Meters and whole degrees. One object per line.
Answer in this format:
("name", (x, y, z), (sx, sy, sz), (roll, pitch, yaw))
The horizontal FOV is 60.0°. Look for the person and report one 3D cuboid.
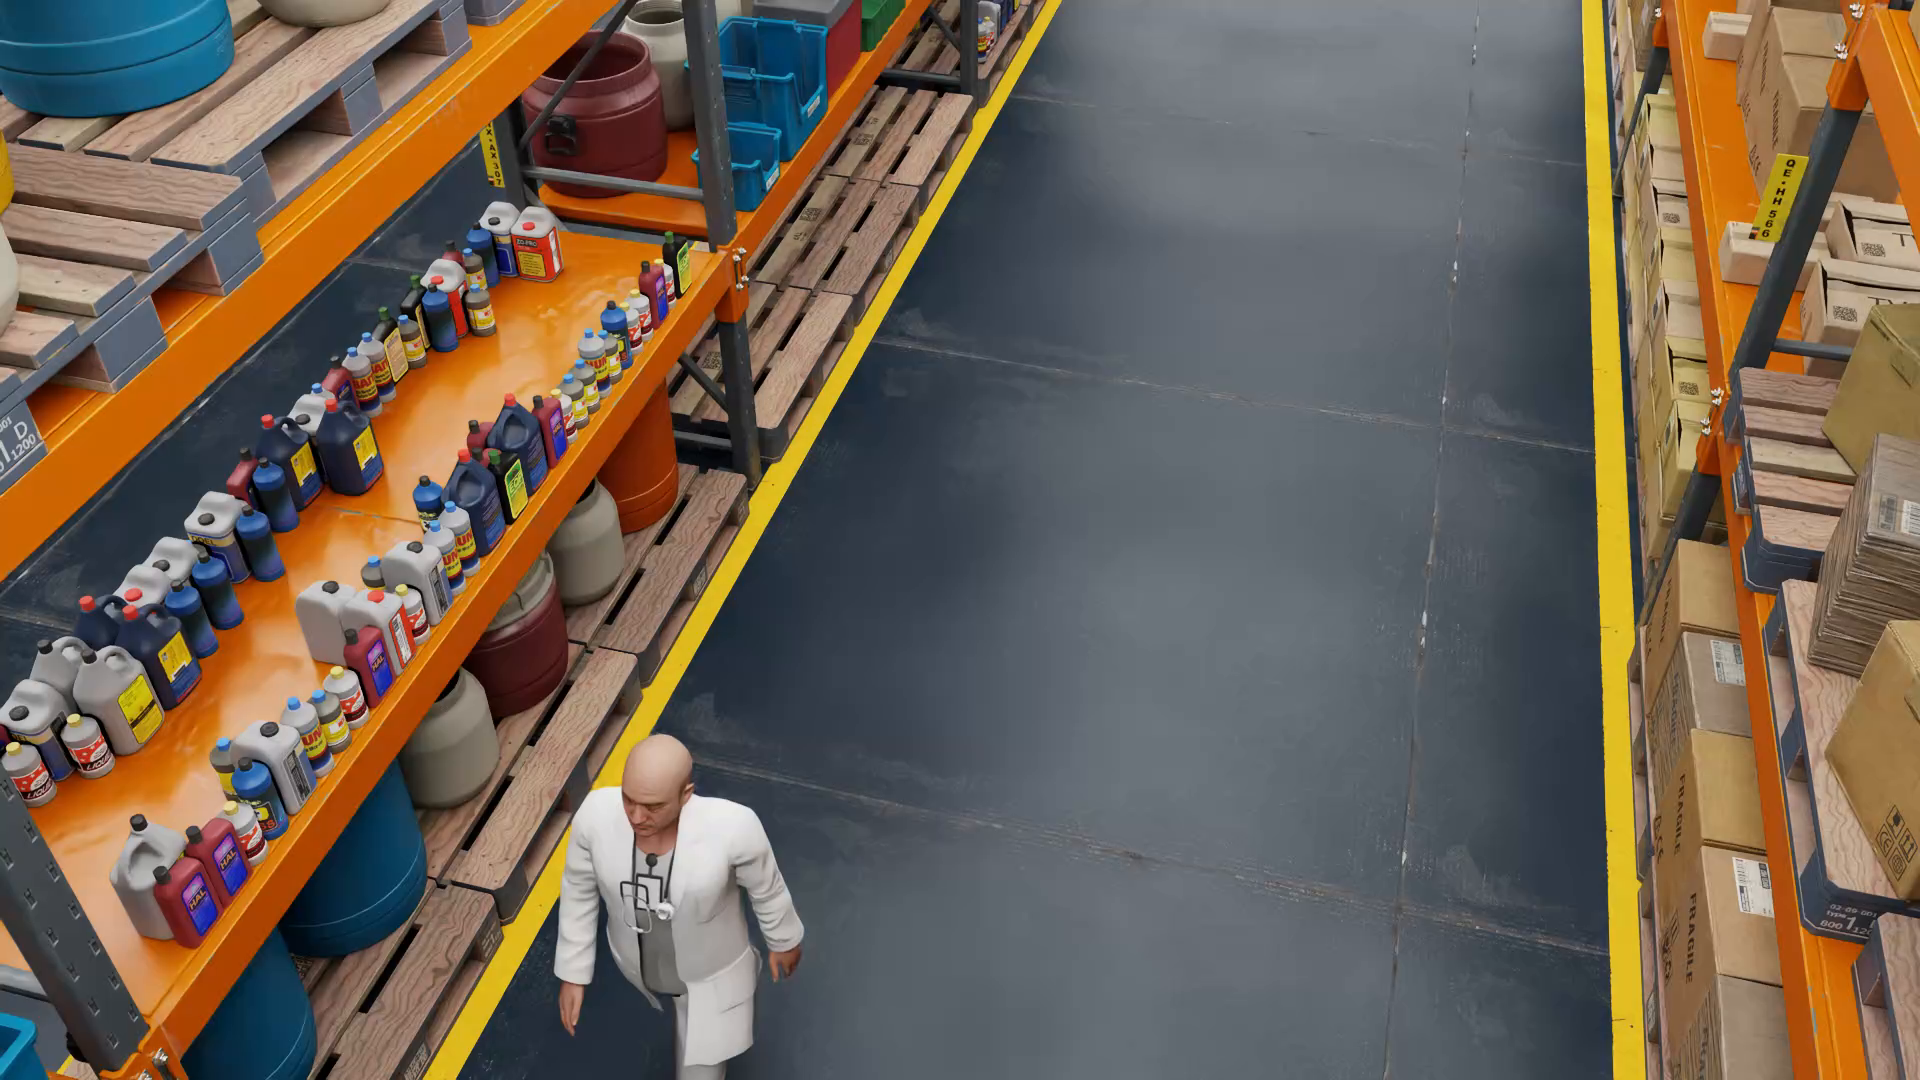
("person", (-0.807, 1.203, 4.771), (0.643, 1.723, 1.164), (10, 41, 11))
